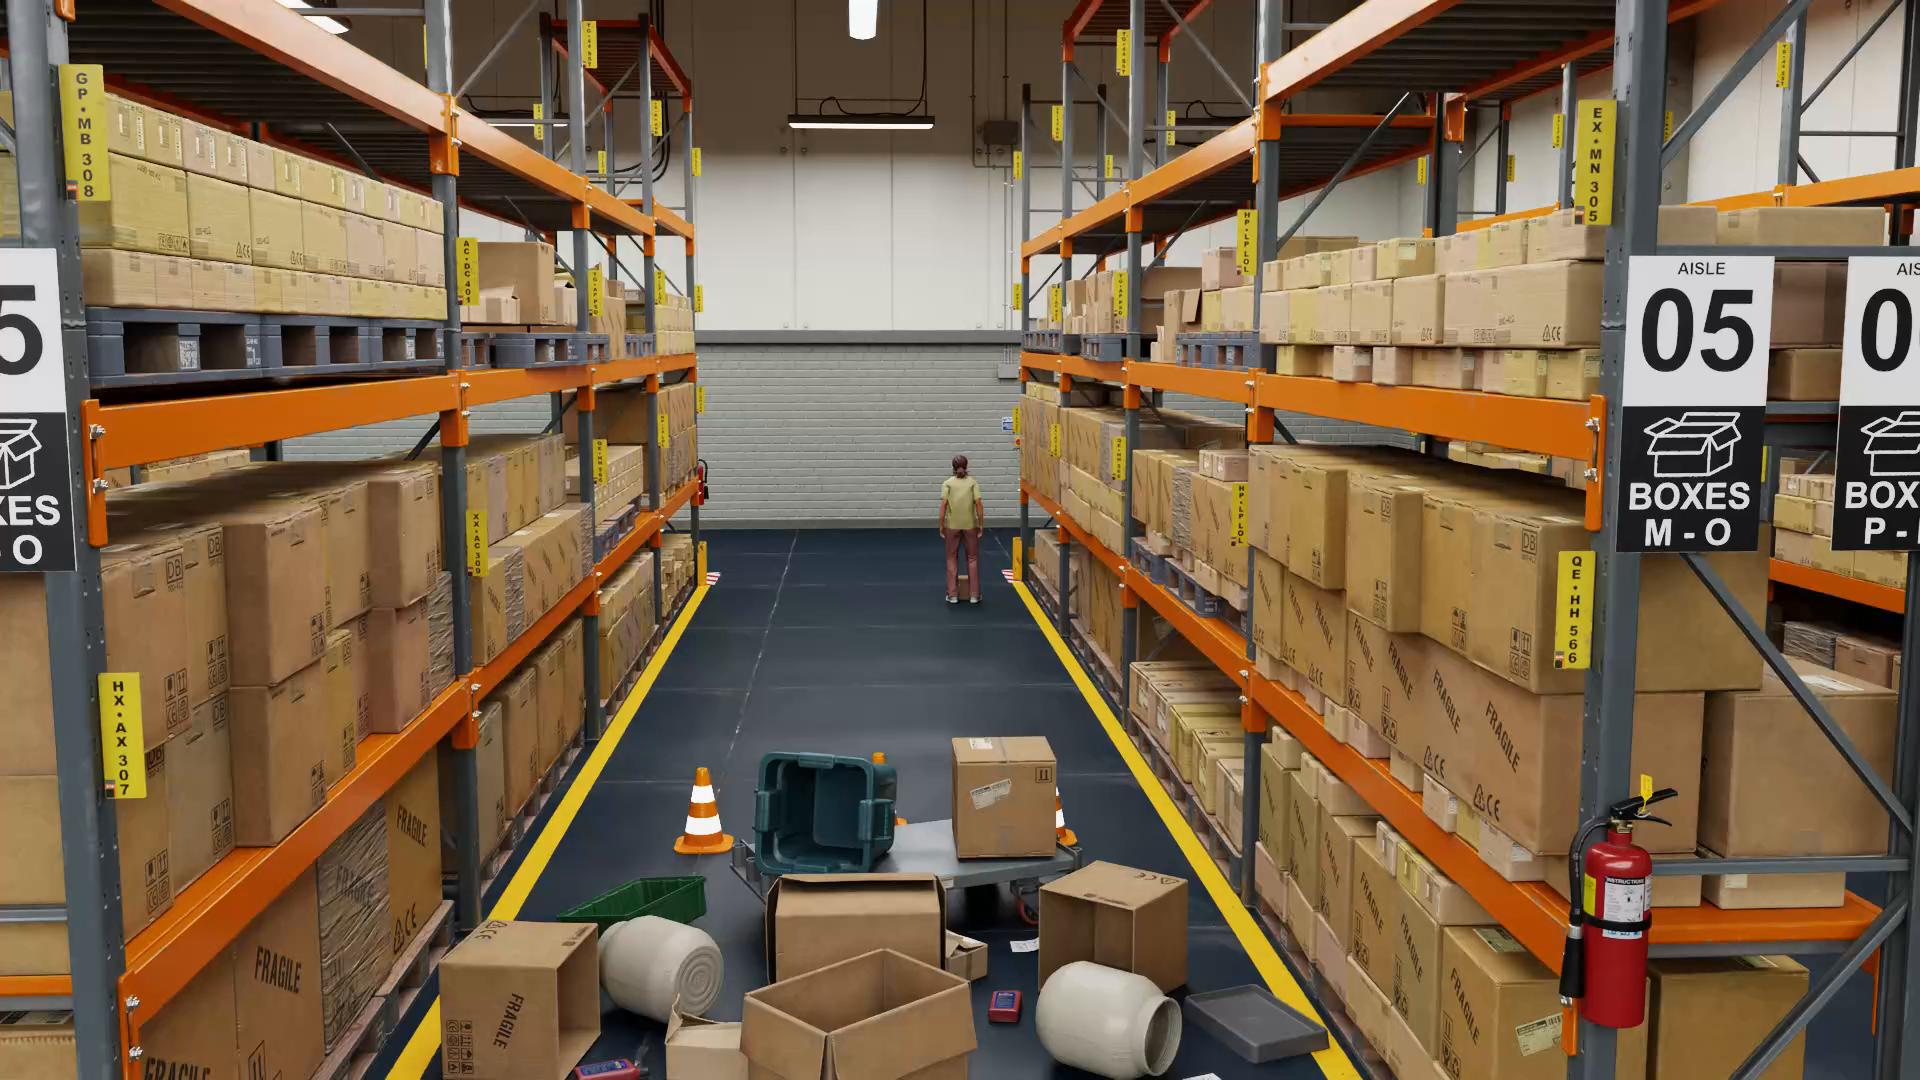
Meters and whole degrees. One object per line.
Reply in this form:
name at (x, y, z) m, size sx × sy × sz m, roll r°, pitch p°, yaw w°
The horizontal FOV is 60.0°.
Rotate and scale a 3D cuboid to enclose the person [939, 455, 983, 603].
person at (0.013, -0.128, 18.806) m, size 0.499 × 1.673 × 0.358 m, roll 0°, pitch 7°, yaw -2°
